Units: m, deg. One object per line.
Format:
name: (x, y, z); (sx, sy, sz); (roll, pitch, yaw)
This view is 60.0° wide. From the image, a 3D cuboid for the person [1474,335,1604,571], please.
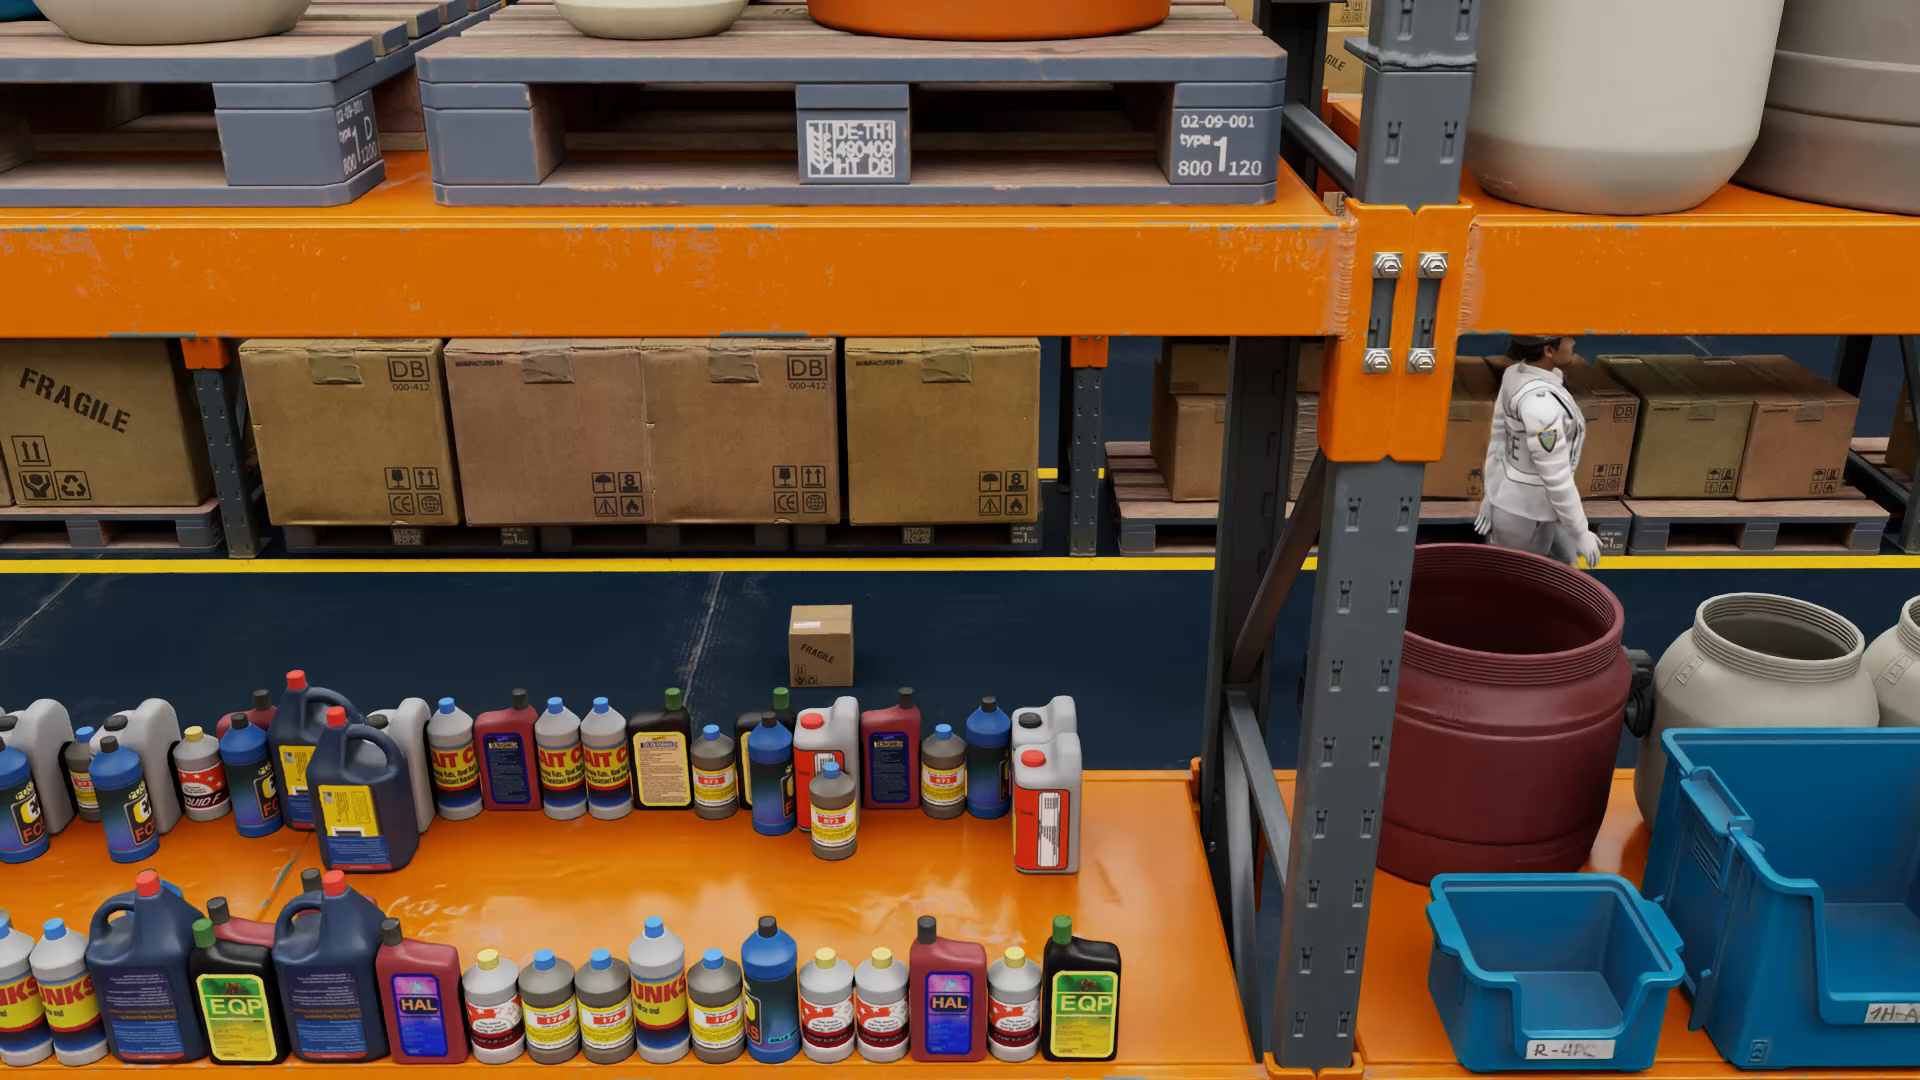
person: (2.198, -0.073, 6.257); (0.615, 1.740, 0.486); (5, 25, 11)
